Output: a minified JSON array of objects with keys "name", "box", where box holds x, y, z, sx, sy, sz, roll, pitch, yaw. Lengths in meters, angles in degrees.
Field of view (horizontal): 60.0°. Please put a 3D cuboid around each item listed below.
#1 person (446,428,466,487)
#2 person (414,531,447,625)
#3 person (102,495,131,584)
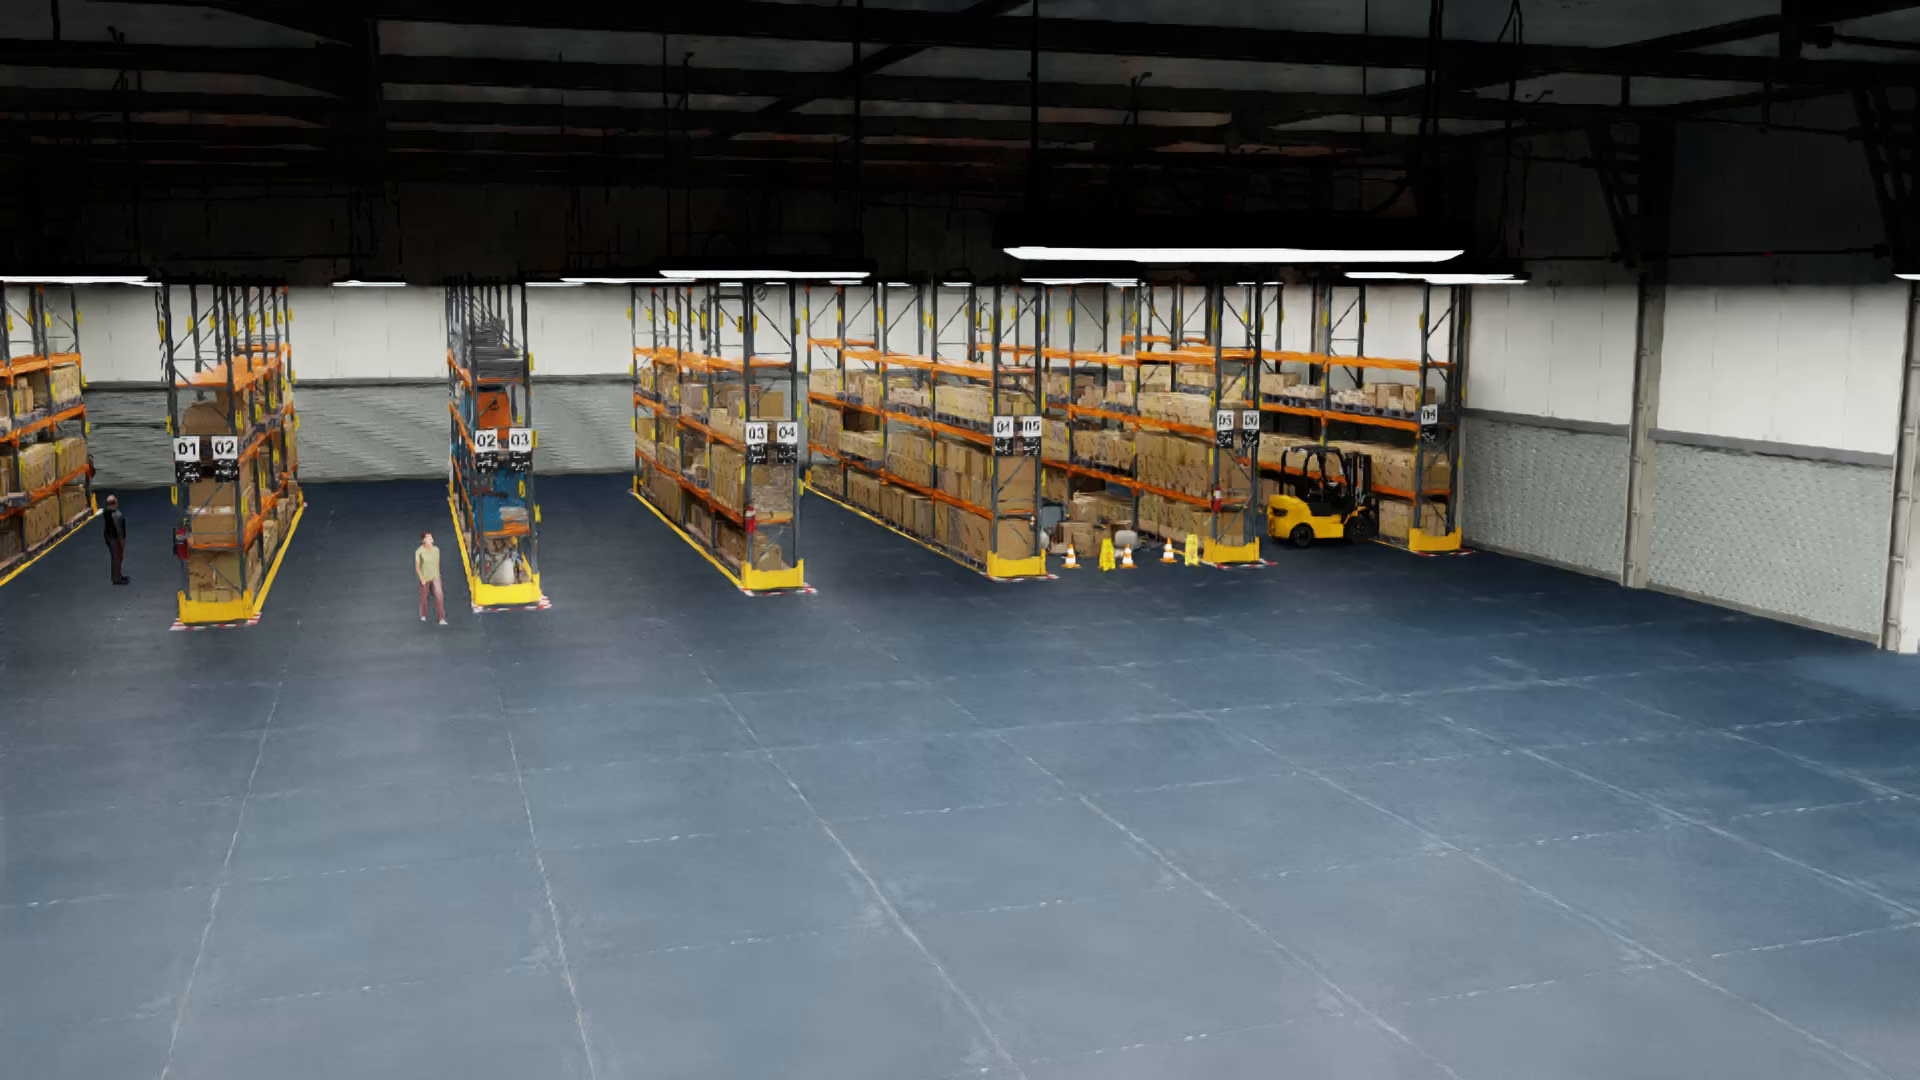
[{"name":"person","box":[-14.546,-2.405,48.282,0.635,1.722,1.045,0,9,2]},{"name":"person","box":[-9.090,0.640,28.448,0.446,1.604,1.018,-4,10,-27]},{"name":"person","box":[-16.430,-0.024,32.439,0.584,1.727,0.450,8,11,41]}]
